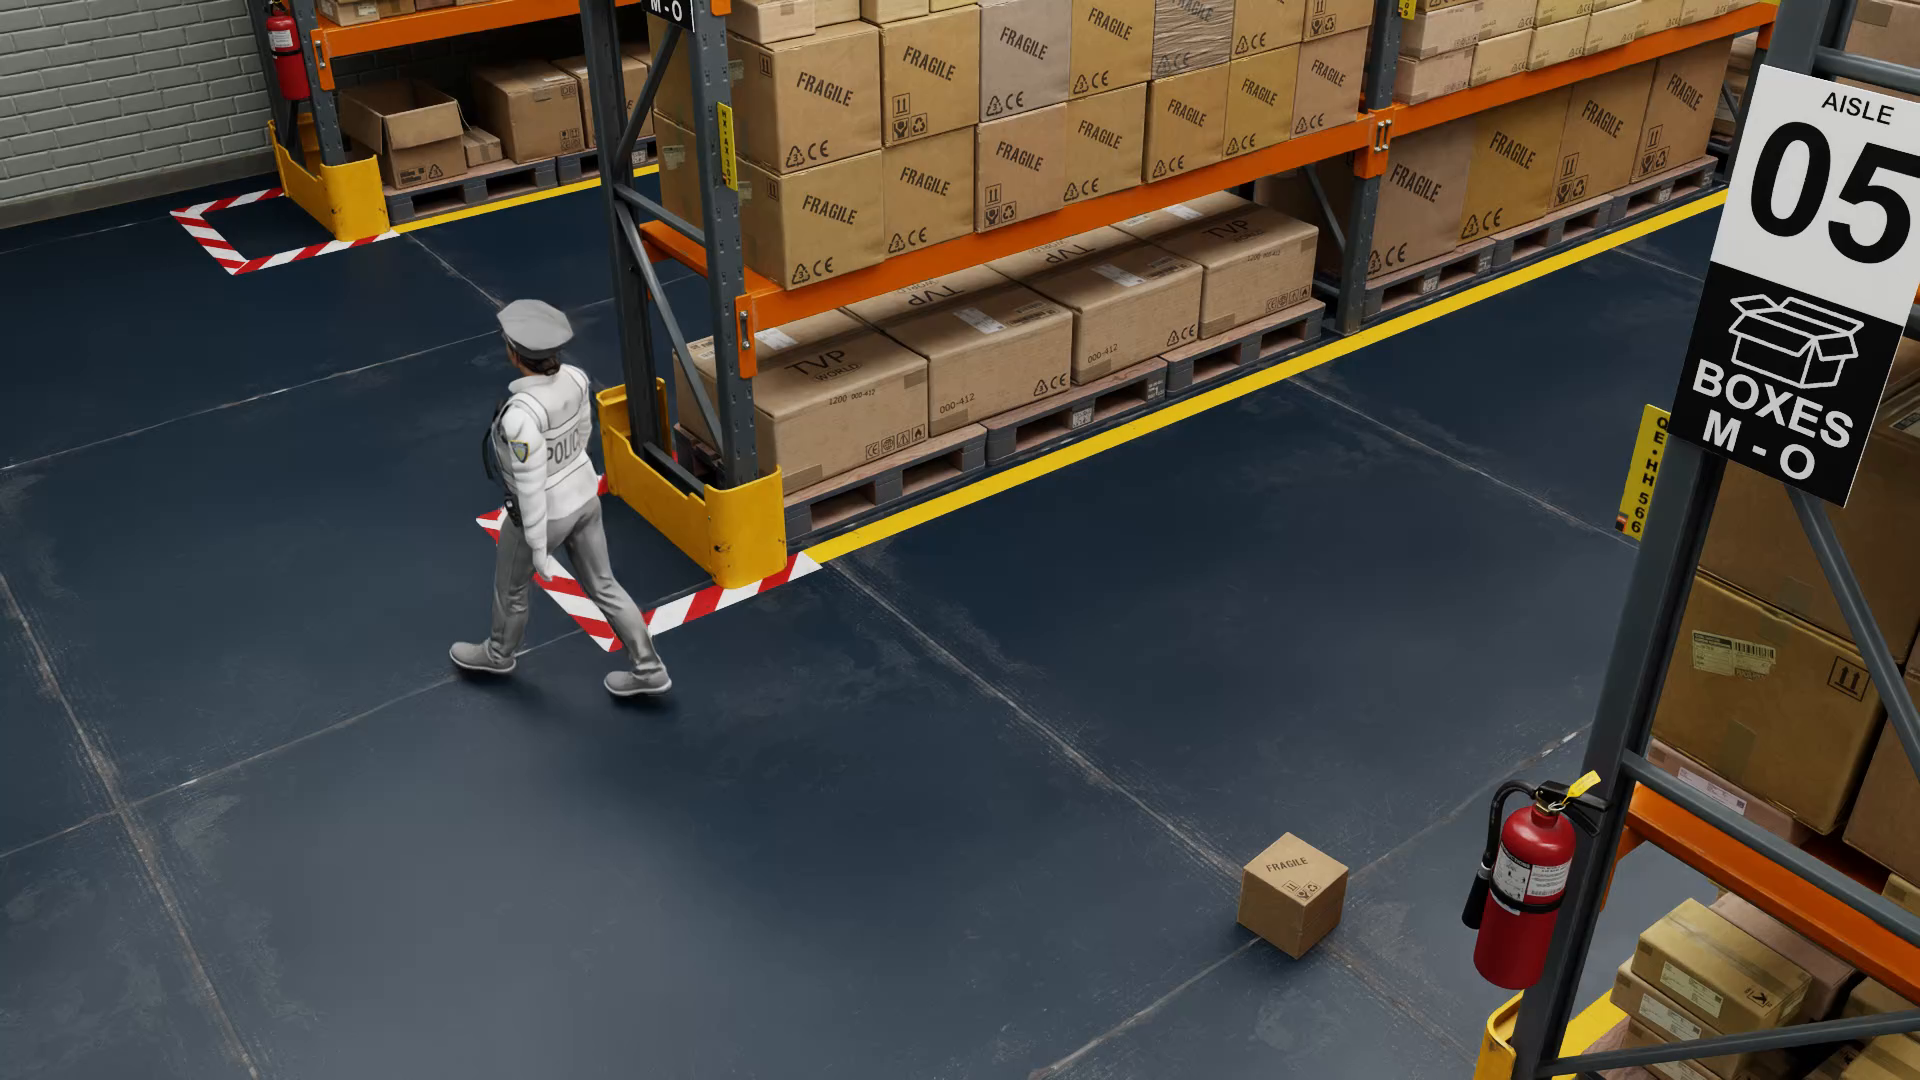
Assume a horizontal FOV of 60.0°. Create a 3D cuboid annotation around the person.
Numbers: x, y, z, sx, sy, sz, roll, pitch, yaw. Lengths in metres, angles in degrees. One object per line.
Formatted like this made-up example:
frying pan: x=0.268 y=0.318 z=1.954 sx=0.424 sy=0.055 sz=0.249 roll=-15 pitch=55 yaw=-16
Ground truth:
person: x=-1.592 y=-0.156 z=6.341 sx=0.967 sy=1.631 sz=0.527 roll=15 pitch=35 yaw=22
